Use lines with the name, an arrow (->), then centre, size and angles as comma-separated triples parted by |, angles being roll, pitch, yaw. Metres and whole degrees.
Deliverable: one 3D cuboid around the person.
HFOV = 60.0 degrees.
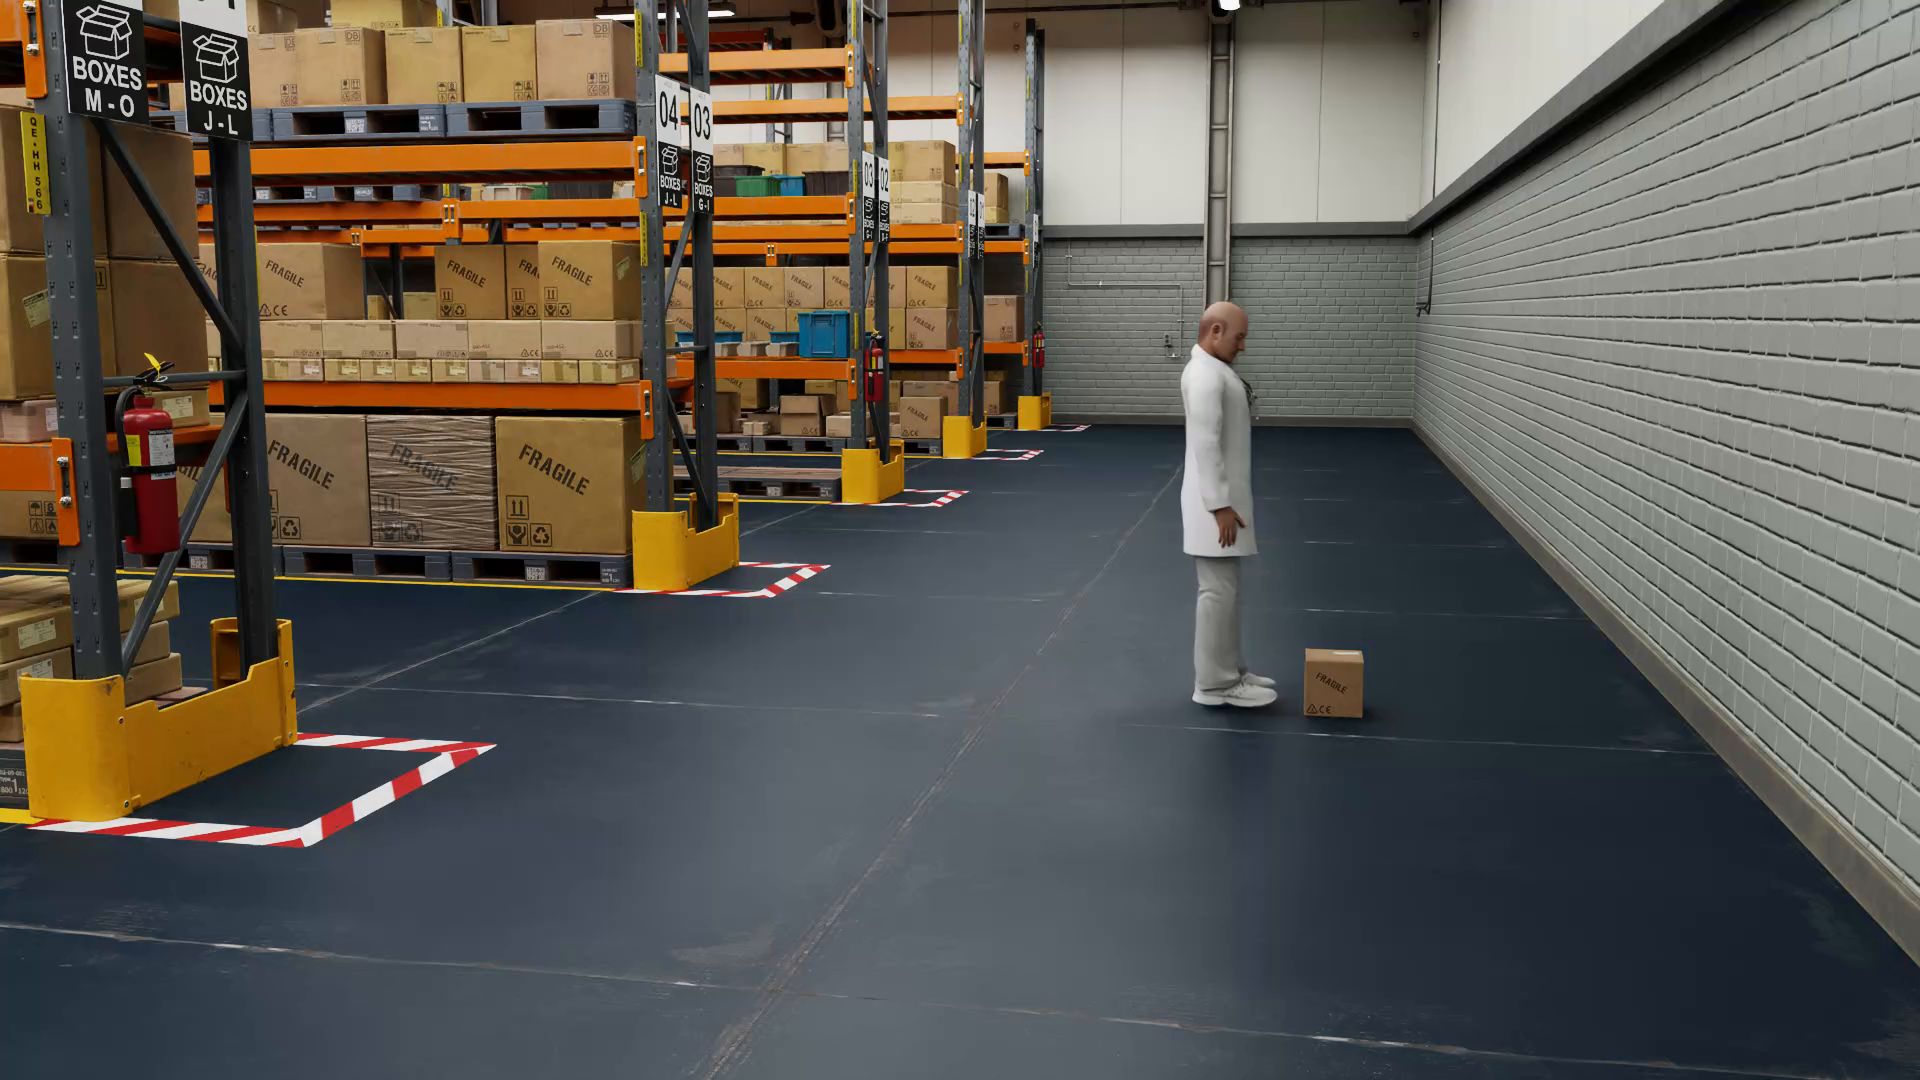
person -> 1.207, -0.157, 7.352 | 0.465, 1.779, 0.595 | 1, 8, 6
